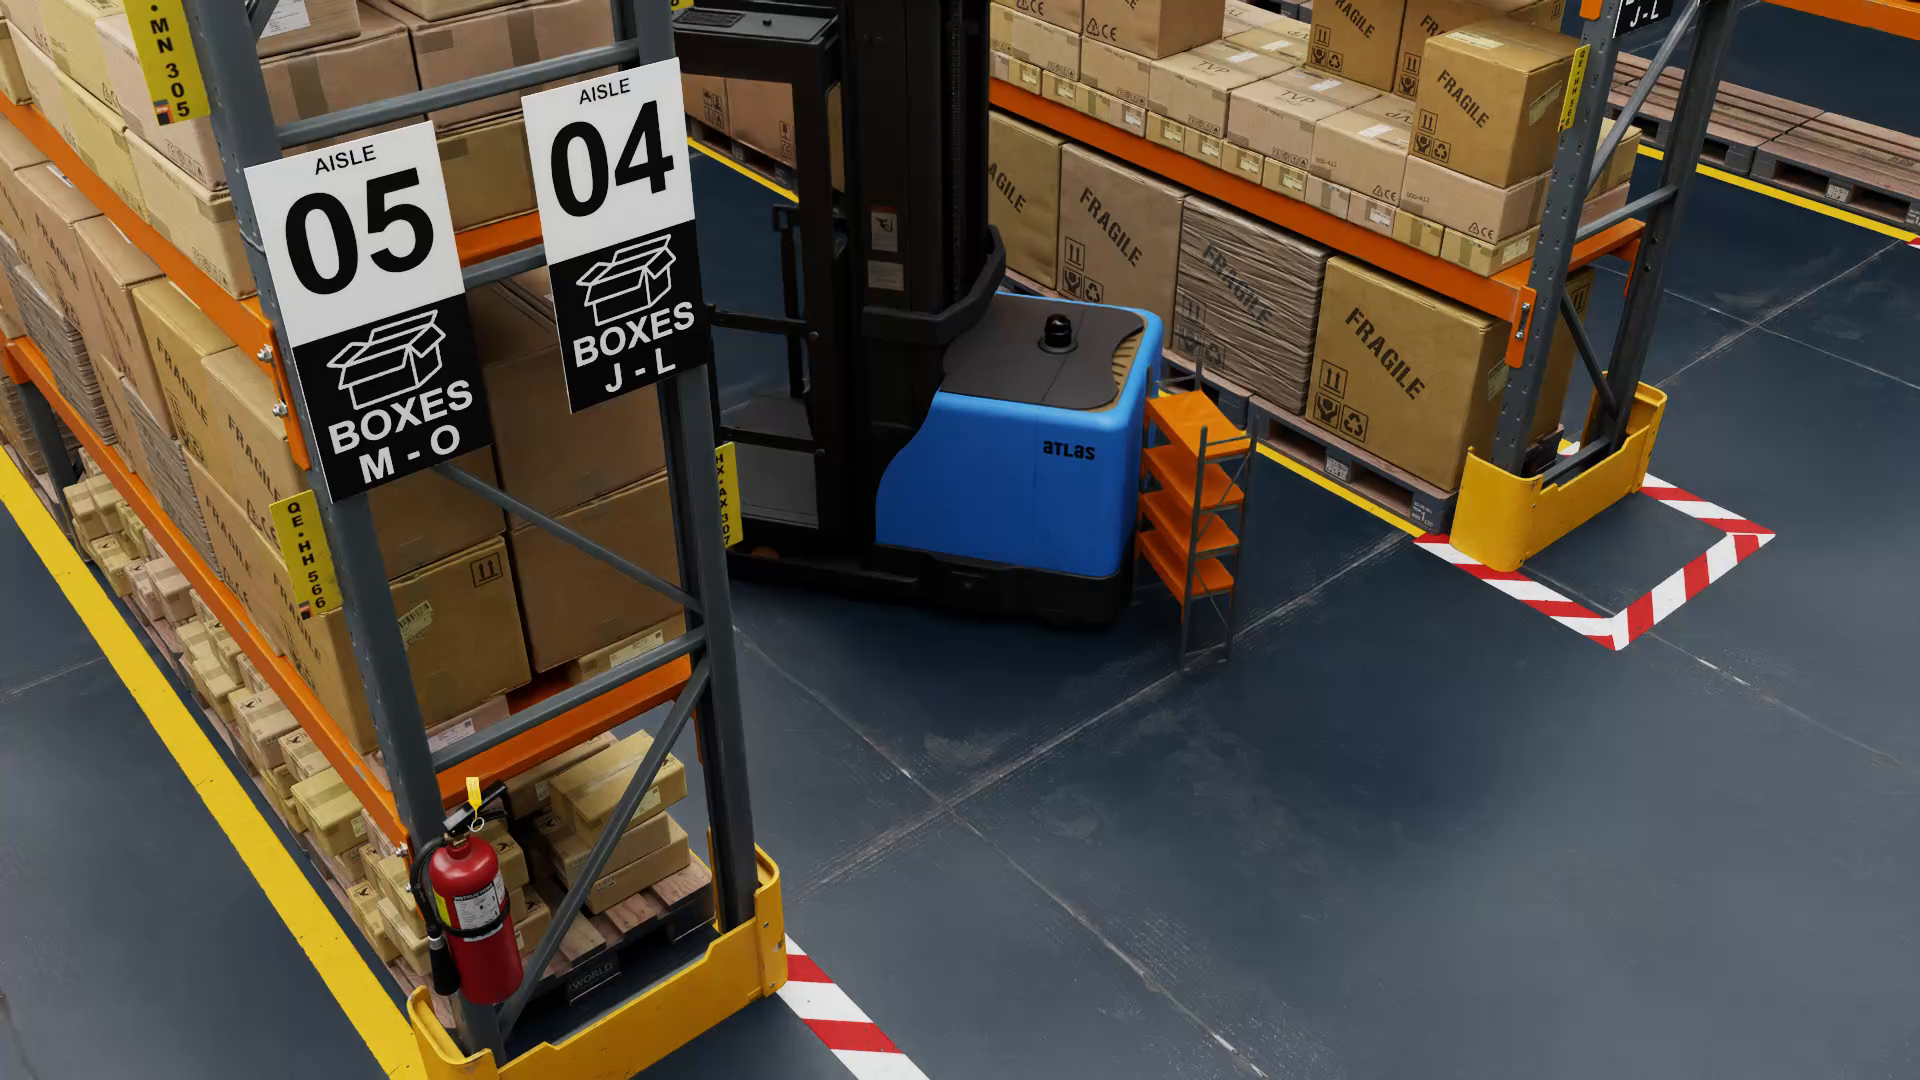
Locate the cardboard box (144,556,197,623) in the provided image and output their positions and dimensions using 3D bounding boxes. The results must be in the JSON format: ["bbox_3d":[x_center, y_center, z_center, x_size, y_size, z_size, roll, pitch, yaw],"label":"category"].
[{"bbox_3d":[-2.962,0.140,6.546,0.380,0.149,0.250,-25,42,-31],"label":"cardboard box"}]

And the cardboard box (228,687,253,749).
[{"bbox_3d":[-2.456,0.612,6.136,0.380,0.149,0.250,-24,42,-30],"label":"cardboard box"}]

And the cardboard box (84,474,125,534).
[{"bbox_3d":[-3.450,-0.203,7.030,0.380,0.149,0.250,-24,42,-30],"label":"cardboard box"}]

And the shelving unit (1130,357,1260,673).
[{"bbox_3d":[0.946,-0.092,6.842,0.258,1.200,0.503,-11,37,-16],"label":"shelving unit"}]

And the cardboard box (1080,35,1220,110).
[{"bbox_3d":[0.967,-2.438,8.469,0.500,0.250,0.500,-25,42,-31],"label":"cardboard box"}]

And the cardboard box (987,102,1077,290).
[{"bbox_3d":[0.572,-2.114,9.614,0.875,0.875,0.875,-26,43,-32],"label":"cardboard box"}]

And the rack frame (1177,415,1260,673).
[{"bbox_3d":[1.027,0.041,6.654,0.240,1.200,0.015,-11,37,-16],"label":"rack frame"}]

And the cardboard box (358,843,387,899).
[{"bbox_3d":[-1.751,1.049,5.519,0.380,0.149,0.250,-27,43,-33],"label":"cardboard box"}]

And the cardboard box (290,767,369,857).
[{"bbox_3d":[-1.983,0.851,5.541,0.380,0.149,0.250,-27,43,-33],"label":"cardboard box"}]

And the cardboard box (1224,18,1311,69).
[{"bbox_3d":[1.683,-2.416,8.438,0.500,0.250,0.500,-27,43,-33],"label":"cardboard box"}]

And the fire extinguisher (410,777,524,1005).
[{"bbox_3d":[-1.255,0.908,4.262,0.296,0.674,0.183,-26,43,-32],"label":"fire extinguisher"}]

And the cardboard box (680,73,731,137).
[{"bbox_3d":[-1.375,-3.492,11.560,1.225,0.875,0.875,-26,43,-32],"label":"cardboard box"}]

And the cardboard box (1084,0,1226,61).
[{"bbox_3d":[0.973,-2.742,8.249,0.500,0.500,0.500,-28,44,-33],"label":"cardboard box"}]

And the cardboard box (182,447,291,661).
[{"bbox_3d":[-1.880,-0.053,4.886,0.500,0.500,0.500,-27,43,-32],"label":"cardboard box"}]

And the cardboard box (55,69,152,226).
[{"bbox_3d":[-1.896,-1.047,4.167,0.500,0.250,0.500,-26,43,-32],"label":"cardboard box"}]

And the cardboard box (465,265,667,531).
[{"bbox_3d":[-1.152,-0.427,4.548,0.500,0.500,0.500,-26,43,-32],"label":"cardboard box"}]

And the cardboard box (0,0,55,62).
[{"bbox_3d":[-2.216,-1.487,4.356,0.500,0.250,0.500,-25,42,-31],"label":"cardboard box"}]

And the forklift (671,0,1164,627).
[{"bbox_3d":[-0.666,-1.285,7.029,3.031,2.935,1.130,9,36,12],"label":"forklift"}]

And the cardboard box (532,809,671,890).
[{"bbox_3d":[-1.207,0.984,5.611,0.380,0.149,0.250,-24,42,-30],"label":"cardboard box"}]

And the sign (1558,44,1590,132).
[{"bbox_3d":[2.366,-1.738,6.401,0.100,0.325,0.005,-26,43,-32],"label":"sign"}]

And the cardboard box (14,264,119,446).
[{"bbox_3d":[-2.897,-0.723,5.832,0.500,0.500,0.500,-27,43,-33],"label":"cardboard box"}]

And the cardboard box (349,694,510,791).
[{"bbox_3d":[-1.491,0.505,4.659,0.380,0.149,0.250,-26,43,-32],"label":"cardboard box"}]

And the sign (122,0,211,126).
[{"bbox_3d":[-1.502,-0.947,3.130,0.100,0.325,0.005,-26,43,-32],"label":"sign"}]

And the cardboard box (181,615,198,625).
[{"bbox_3d":[-2.909,0.248,6.651,0.380,0.149,0.250,-24,42,-30],"label":"cardboard box"}]

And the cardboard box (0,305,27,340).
[{"bbox_3d":[-3.714,-0.976,6.750,0.380,0.149,0.250,-24,42,-30],"label":"cardboard box"}]

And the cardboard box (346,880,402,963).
[{"bbox_3d":[-1.807,1.202,5.560,0.380,0.149,0.250,-25,42,-30],"label":"cardboard box"}]

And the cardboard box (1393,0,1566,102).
[{"bbox_3d":[2.363,-2.264,7.575,0.500,0.500,0.500,-27,43,-33],"label":"cardboard box"}]

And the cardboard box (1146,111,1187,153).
[{"bbox_3d":[1.152,-2.086,8.317,0.380,0.149,0.250,-27,44,-33],"label":"cardboard box"}]

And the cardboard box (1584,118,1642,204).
[{"bbox_3d":[2.685,-1.737,7.480,0.500,0.250,0.500,-27,43,-33],"label":"cardboard box"}]

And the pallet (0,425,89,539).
[{"bbox_3d":[-4.150,-0.531,8.316,1.003,0.211,1.213,-26,43,-32],"label":"pallet"}]

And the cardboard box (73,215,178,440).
[{"bbox_3d":[-2.220,-0.689,4.918,0.500,0.500,0.500,-24,42,-30],"label":"cardboard box"}]

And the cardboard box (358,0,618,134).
[{"bbox_3d":[-1.156,-1.221,3.981,0.500,0.250,0.500,-25,42,-31],"label":"cardboard box"}]

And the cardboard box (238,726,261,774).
[{"bbox_3d":[-2.455,0.732,6.224,0.380,0.149,0.250,-25,42,-31],"label":"cardboard box"}]

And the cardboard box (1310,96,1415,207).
[{"bbox_3d":[1.947,-1.764,7.518,0.500,0.250,0.500,-27,43,-33],"label":"cardboard box"}]

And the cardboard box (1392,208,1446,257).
[{"bbox_3d":[2.139,-1.411,7.364,0.380,0.149,0.250,-26,43,-31],"label":"cardboard box"}]

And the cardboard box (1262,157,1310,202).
[{"bbox_3d":[1.647,-1.747,7.839,0.380,0.149,0.250,-27,43,-33],"label":"cardboard box"}]

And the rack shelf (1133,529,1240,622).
[{"bbox_3d":[0.946,0.125,6.996,0.258,0.148,0.480,-11,37,-16],"label":"rack shelf"}]

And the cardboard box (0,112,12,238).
[{"bbox_3d":[-3.195,-1.382,5.897,0.500,0.500,0.500,-27,44,-33],"label":"cardboard box"}]

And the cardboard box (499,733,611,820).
[{"bbox_3d":[-1.414,0.755,5.677,0.380,0.149,0.250,-25,42,-31],"label":"cardboard box"}]

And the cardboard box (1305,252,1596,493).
[{"bbox_3d":[2.315,-0.922,7.931,0.875,0.875,0.875,-26,43,-32],"label":"cardboard box"}]

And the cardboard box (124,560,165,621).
[{"bbox_3d":[-3.285,0.155,7.039,0.380,0.149,0.250,-26,43,-32],"label":"cardboard box"}]

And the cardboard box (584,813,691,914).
[{"bbox_3d":[-1.159,1.082,5.730,0.380,0.149,0.250,-25,42,-31],"label":"cardboard box"}]

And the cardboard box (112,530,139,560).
[{"bbox_3d":[-3.425,-0.097,7.138,0.380,0.149,0.250,-26,43,-31],"label":"cardboard box"}]

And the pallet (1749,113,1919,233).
[{"bbox_3d":[6.070,-2.453,11.030,1.003,0.211,1.213,-26,43,-32],"label":"pallet"}]

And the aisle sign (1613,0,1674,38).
[{"bbox_3d":[2.606,-2.282,6.127,0.394,0.787,0.004,-26,43,-32],"label":"aisle sign"}]

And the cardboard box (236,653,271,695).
[{"bbox_3d":[-2.403,0.458,6.097,0.380,0.149,0.250,-28,44,-33],"label":"cardboard box"}]

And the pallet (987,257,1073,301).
[{"bbox_3d":[0.639,-1.628,9.866,1.003,0.211,1.213,-26,43,-32],"label":"pallet"}]

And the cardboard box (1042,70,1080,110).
[{"bbox_3d":[0.655,-2.426,8.797,0.380,0.149,0.250,-27,44,-33],"label":"cardboard box"}]

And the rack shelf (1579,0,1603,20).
[{"bbox_3d":[1.498,-3.178,7.669,1.077,0.370,4.000,-26,43,-32],"label":"rack shelf"}]

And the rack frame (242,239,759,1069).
[{"bbox_3d":[-1.065,0.441,4.532,1.000,3.000,0.127,-26,43,-32],"label":"rack frame"}]

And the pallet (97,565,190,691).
[{"bbox_3d":[-3.186,0.096,7.432,1.003,0.211,1.213,-26,43,-32],"label":"pallet"}]

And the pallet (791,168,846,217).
[{"bbox_3d":[-0.348,-2.305,10.822,1.003,0.211,1.213,-26,43,-32],"label":"pallet"}]

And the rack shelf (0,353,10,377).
[{"bbox_3d":[-4.937,-1.915,8.481,1.077,0.370,4.000,-26,43,-32],"label":"rack shelf"}]
